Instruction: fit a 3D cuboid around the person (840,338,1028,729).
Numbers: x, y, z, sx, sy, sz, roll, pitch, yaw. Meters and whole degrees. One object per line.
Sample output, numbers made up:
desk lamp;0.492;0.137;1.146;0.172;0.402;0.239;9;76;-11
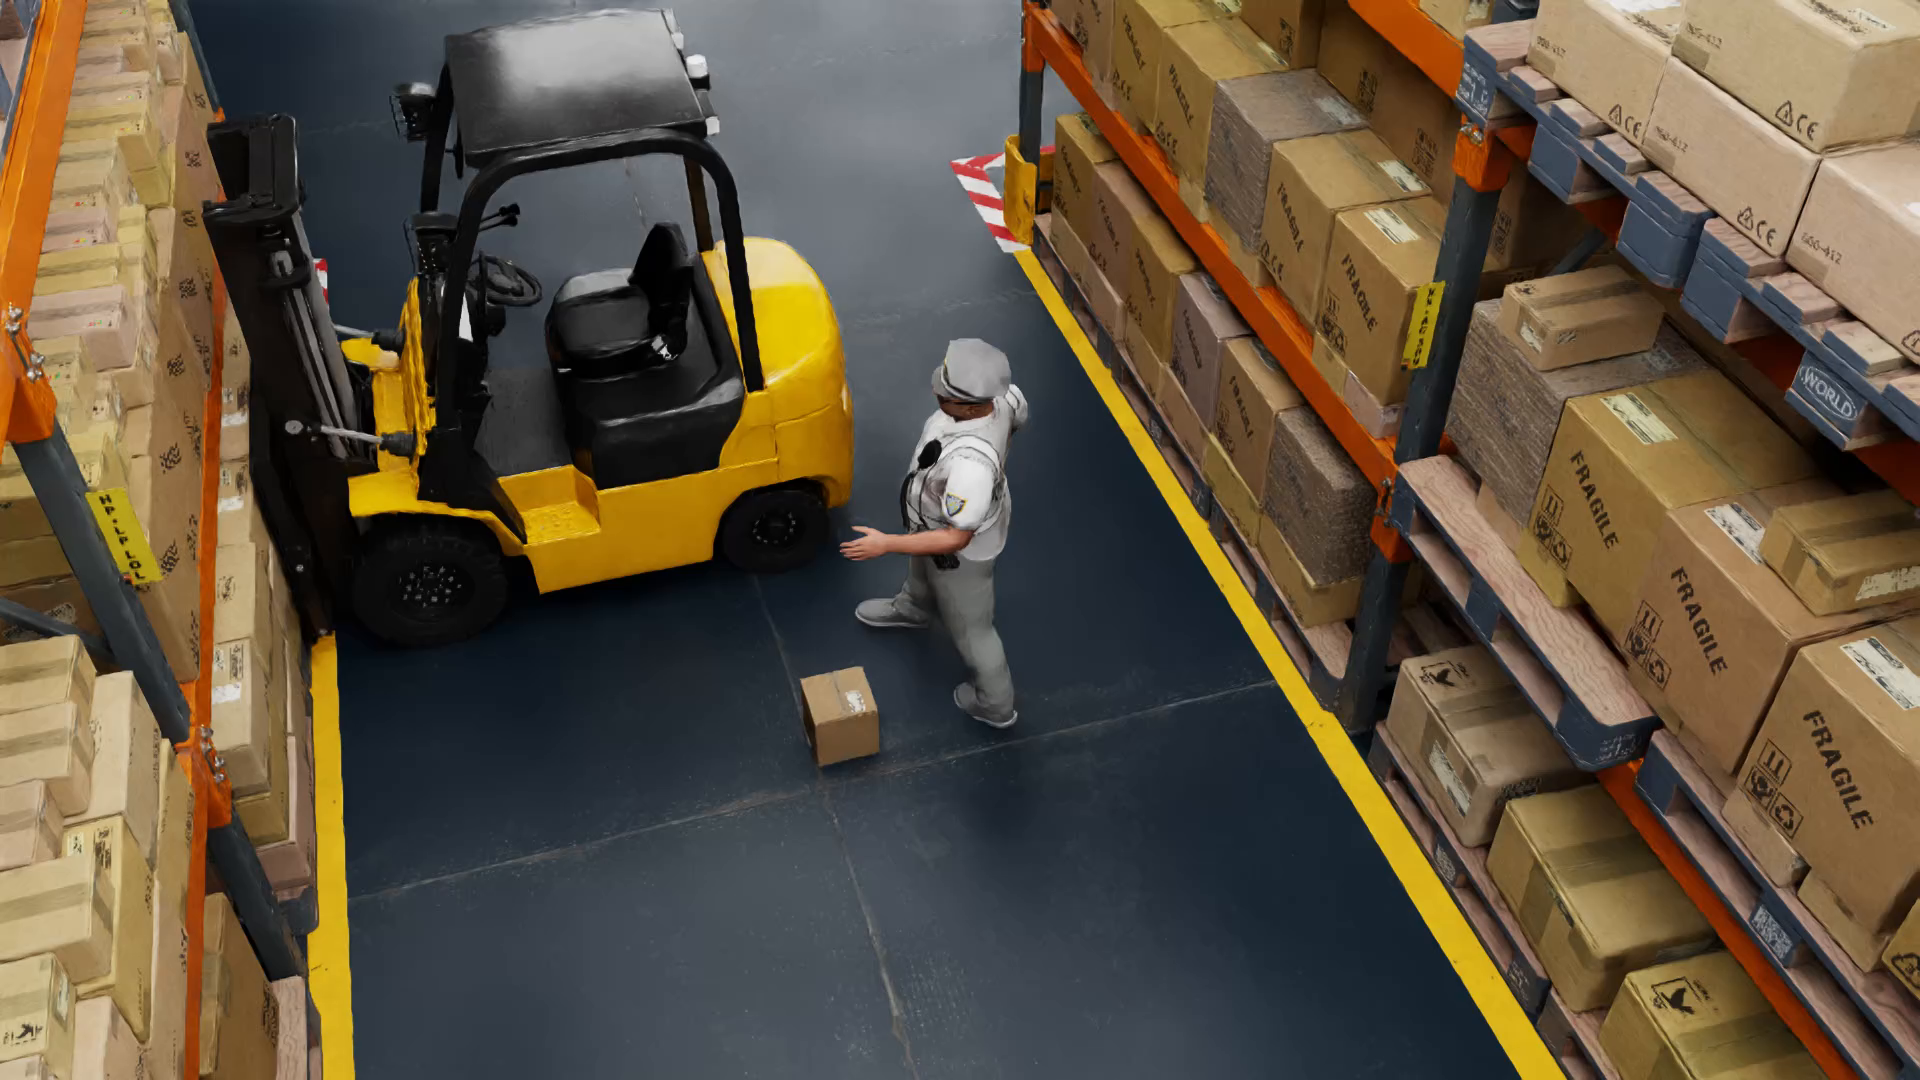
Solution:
person;-0.120;-0.044;6.213;0.768;1.792;0.734;8;43;8
